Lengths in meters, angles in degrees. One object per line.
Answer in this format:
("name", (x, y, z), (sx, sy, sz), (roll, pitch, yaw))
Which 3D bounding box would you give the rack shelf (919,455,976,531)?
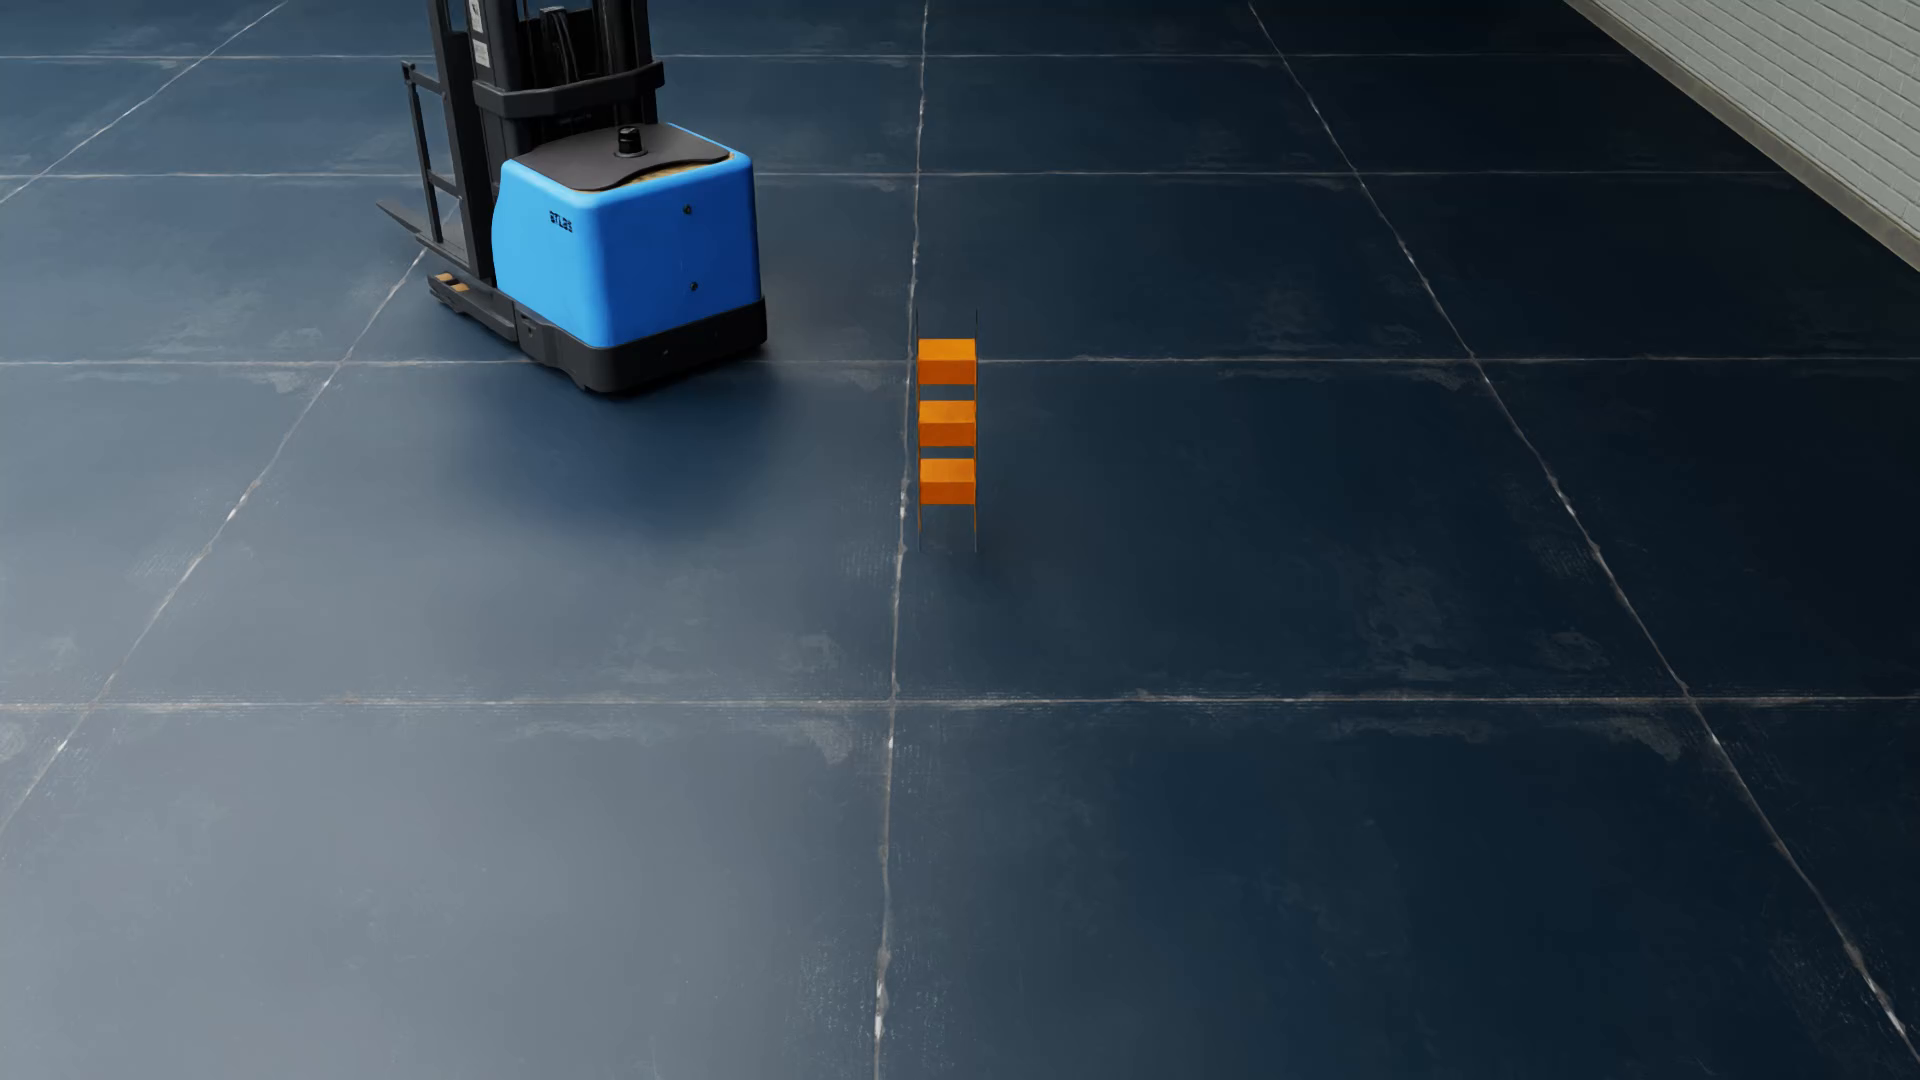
("rack shelf", (-0.054, -0.202, 7.127), (0.240, 0.259, 0.215), (0, 31, 0))

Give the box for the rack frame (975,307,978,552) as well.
("rack frame", (0.068, -0.449, 6.978), (0.008, 1.050, 0.200), (0, 31, 0))

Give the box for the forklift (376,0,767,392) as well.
("forklift", (-2.372, -2.679, 8.840), (1.130, 2.935, 3.031), (-24, 39, -34))

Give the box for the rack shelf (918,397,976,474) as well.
("rack shelf", (-0.054, -0.440, 6.983), (0.240, 0.259, 0.215), (0, 31, 0))

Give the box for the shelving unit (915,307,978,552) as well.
("shelving unit", (-0.054, -0.449, 6.977), (0.252, 1.050, 0.215), (0, 31, 0))

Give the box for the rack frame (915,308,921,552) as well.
("rack frame", (-0.176, -0.448, 6.977), (0.008, 1.050, 0.200), (0, 31, 0))

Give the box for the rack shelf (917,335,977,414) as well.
("rack shelf", (-0.054, -0.682, 6.836), (0.240, 0.259, 0.215), (0, 31, 0))
